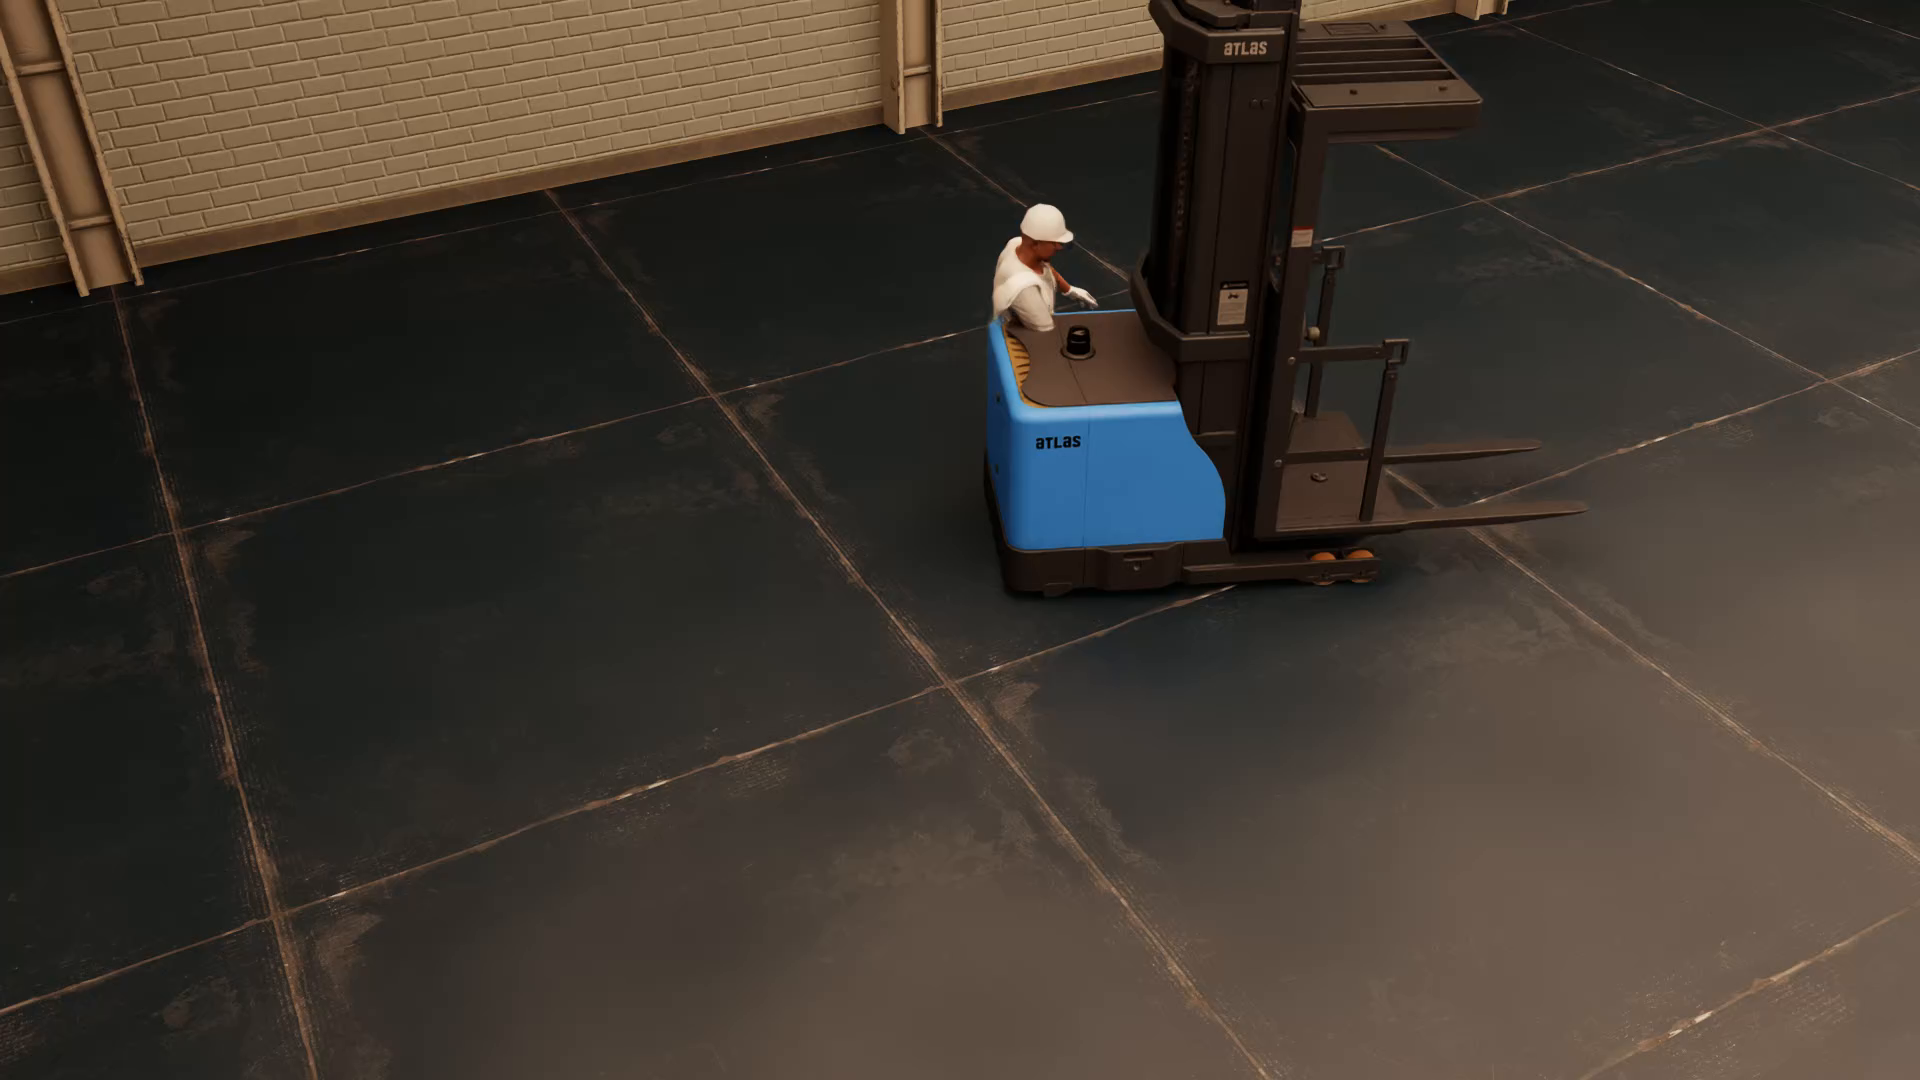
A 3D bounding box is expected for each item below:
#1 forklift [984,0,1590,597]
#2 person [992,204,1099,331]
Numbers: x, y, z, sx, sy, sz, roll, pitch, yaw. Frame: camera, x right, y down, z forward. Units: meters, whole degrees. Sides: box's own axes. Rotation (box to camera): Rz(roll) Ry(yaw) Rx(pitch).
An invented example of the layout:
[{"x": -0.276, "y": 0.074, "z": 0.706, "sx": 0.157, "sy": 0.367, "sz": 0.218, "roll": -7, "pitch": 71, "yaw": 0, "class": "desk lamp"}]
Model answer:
[{"x": 1.679, "y": -1.270, "z": 7.920, "sx": 3.031, "sy": 2.935, "sz": 1.130, "roll": -4, "pitch": 35, "yaw": -5, "class": "forklift"}, {"x": 0.498, "y": -0.989, "z": 8.667, "sx": 0.660, "sy": 1.654, "sz": 0.942, "roll": 4, "pitch": 35, "yaw": 5, "class": "person"}]
